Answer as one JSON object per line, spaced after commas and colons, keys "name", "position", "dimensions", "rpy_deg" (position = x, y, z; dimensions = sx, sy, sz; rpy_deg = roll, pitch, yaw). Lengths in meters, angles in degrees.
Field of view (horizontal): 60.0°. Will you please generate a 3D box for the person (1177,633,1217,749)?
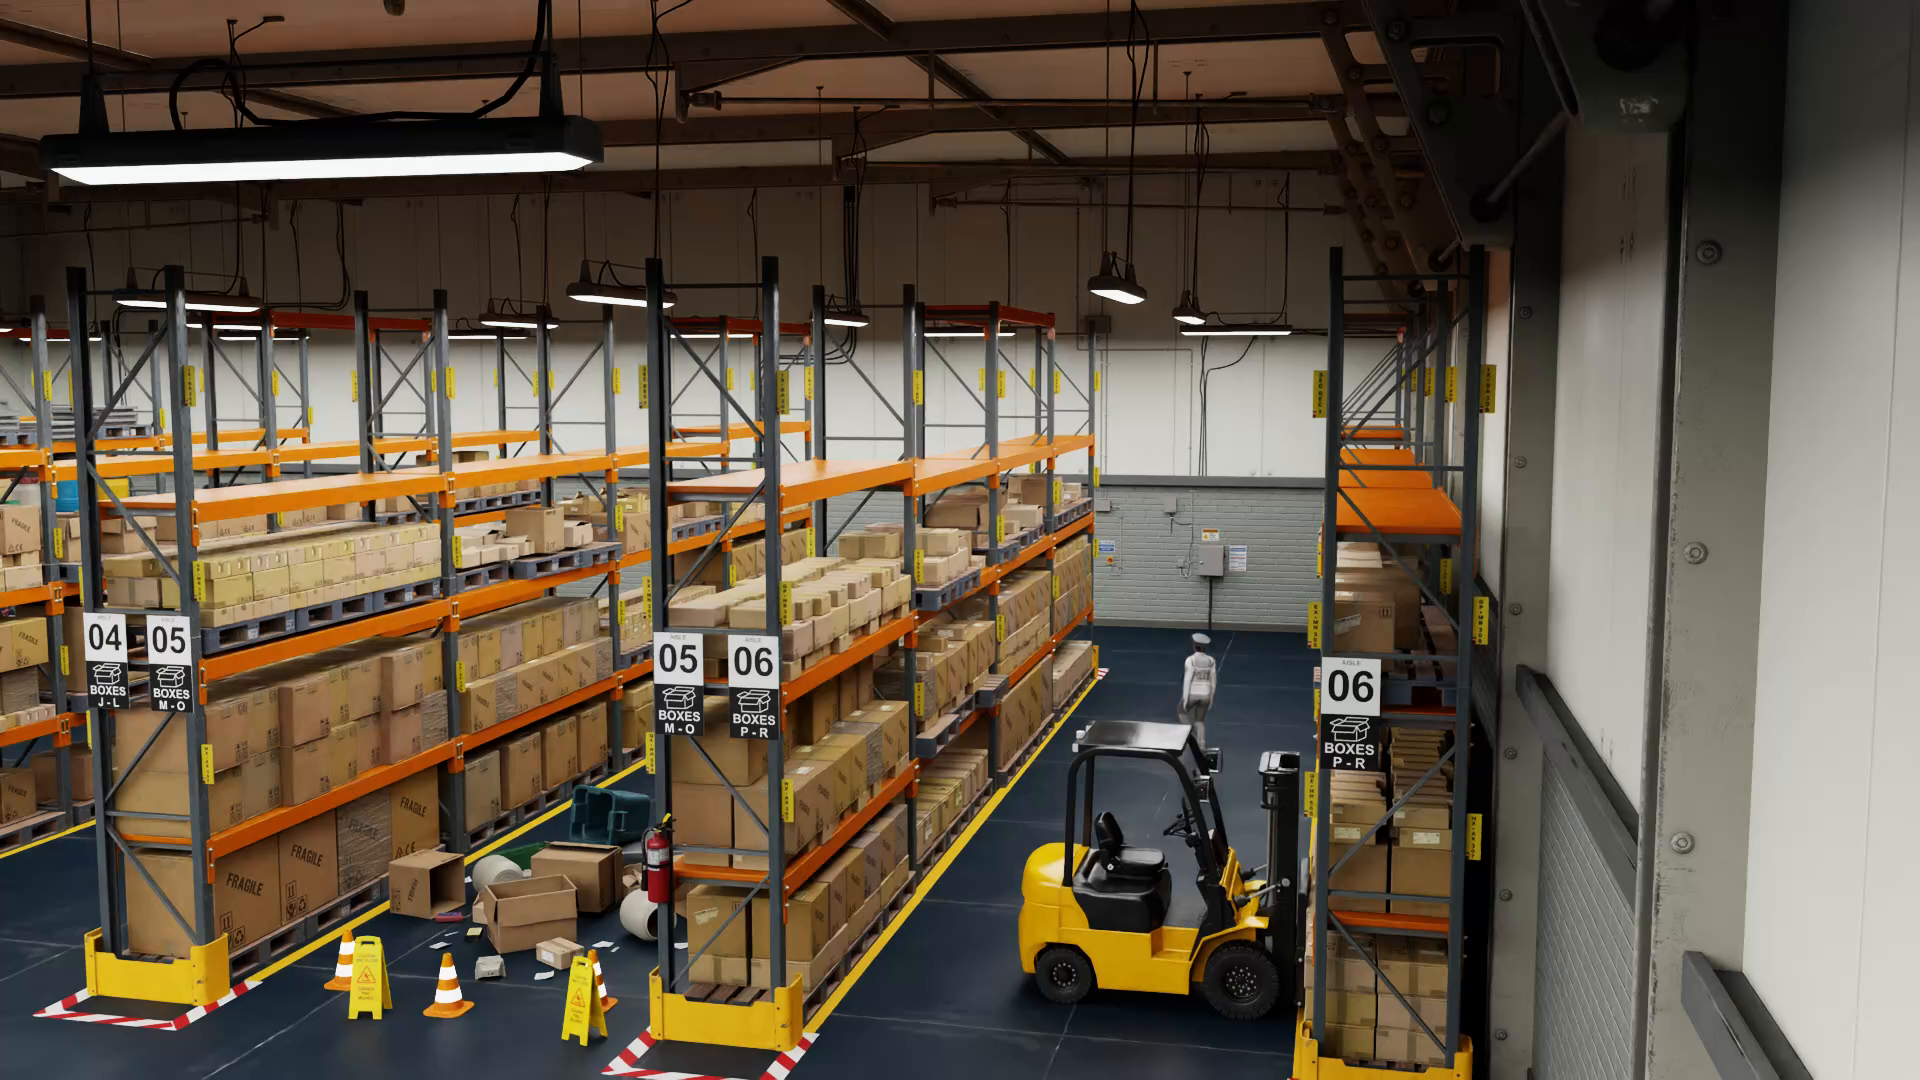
{"name": "person", "position": [3.115, 1.992, 21.683], "dimensions": [0.491, 1.548, 0.604], "rpy_deg": [-1, 6, -6]}
